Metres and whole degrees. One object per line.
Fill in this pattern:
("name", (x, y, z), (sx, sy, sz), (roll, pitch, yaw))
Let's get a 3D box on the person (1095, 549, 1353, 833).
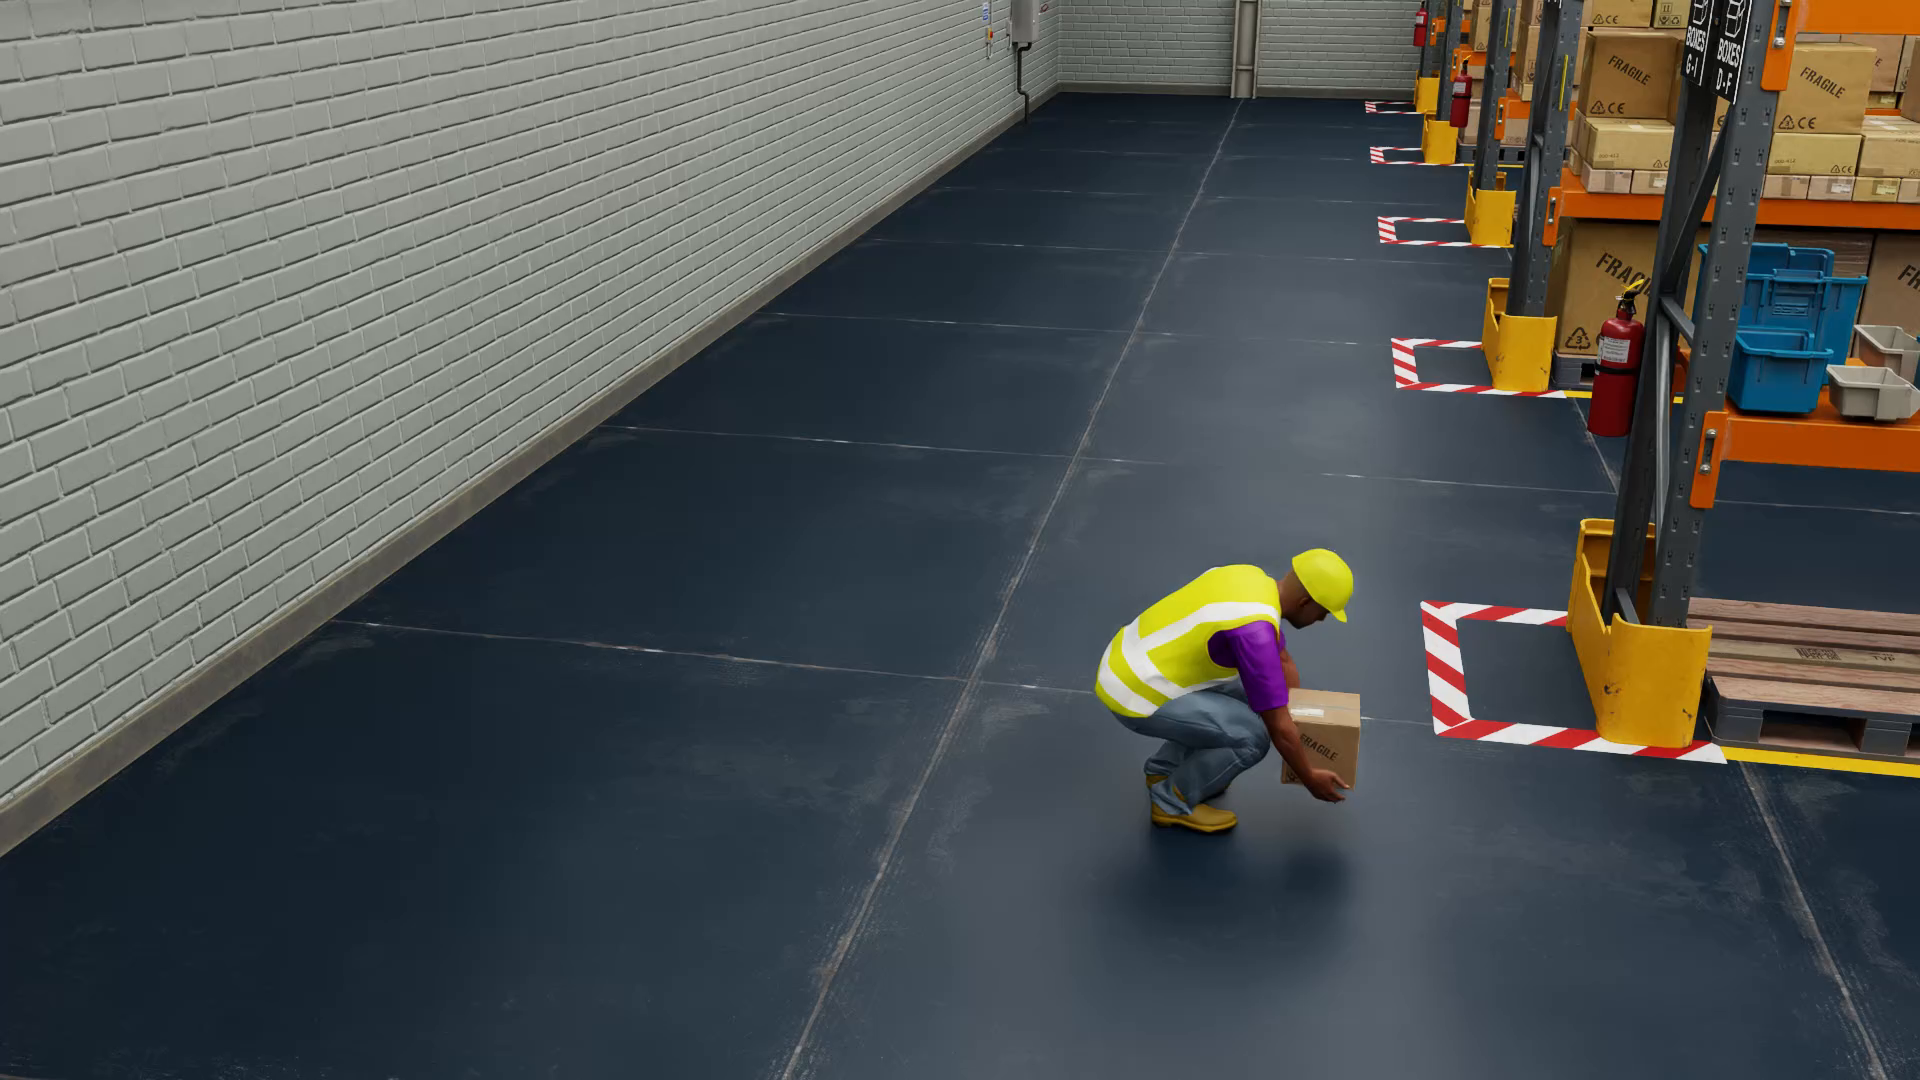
("person", (0.932, 0.492, 5.846), (0.894, 1.009, 0.585), (4, 22, 11))
